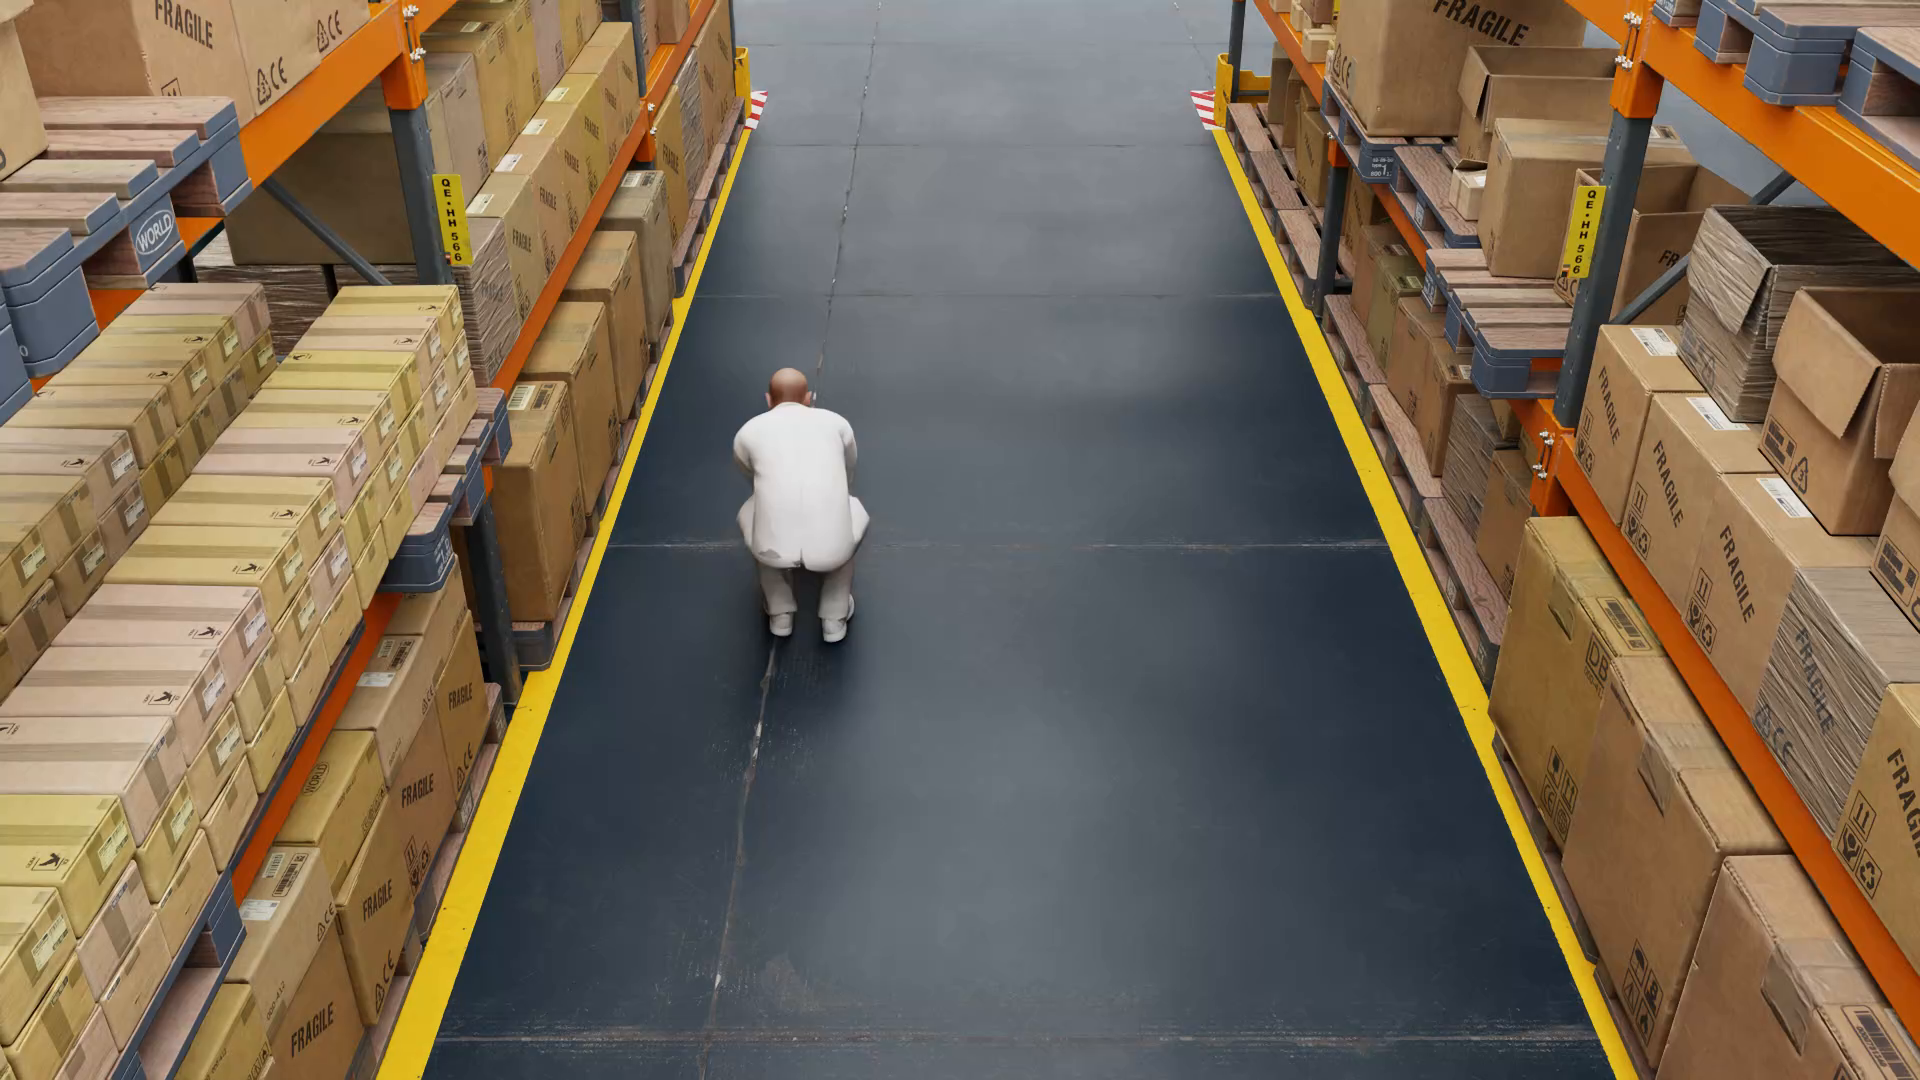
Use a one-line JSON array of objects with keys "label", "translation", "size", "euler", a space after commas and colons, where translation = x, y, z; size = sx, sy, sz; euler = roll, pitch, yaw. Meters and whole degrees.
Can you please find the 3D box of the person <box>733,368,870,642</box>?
[{"label": "person", "translation": [-0.676, -0.140, 7.153], "size": [0.575, 0.985, 0.930], "euler": [-1, 31, -2]}]
